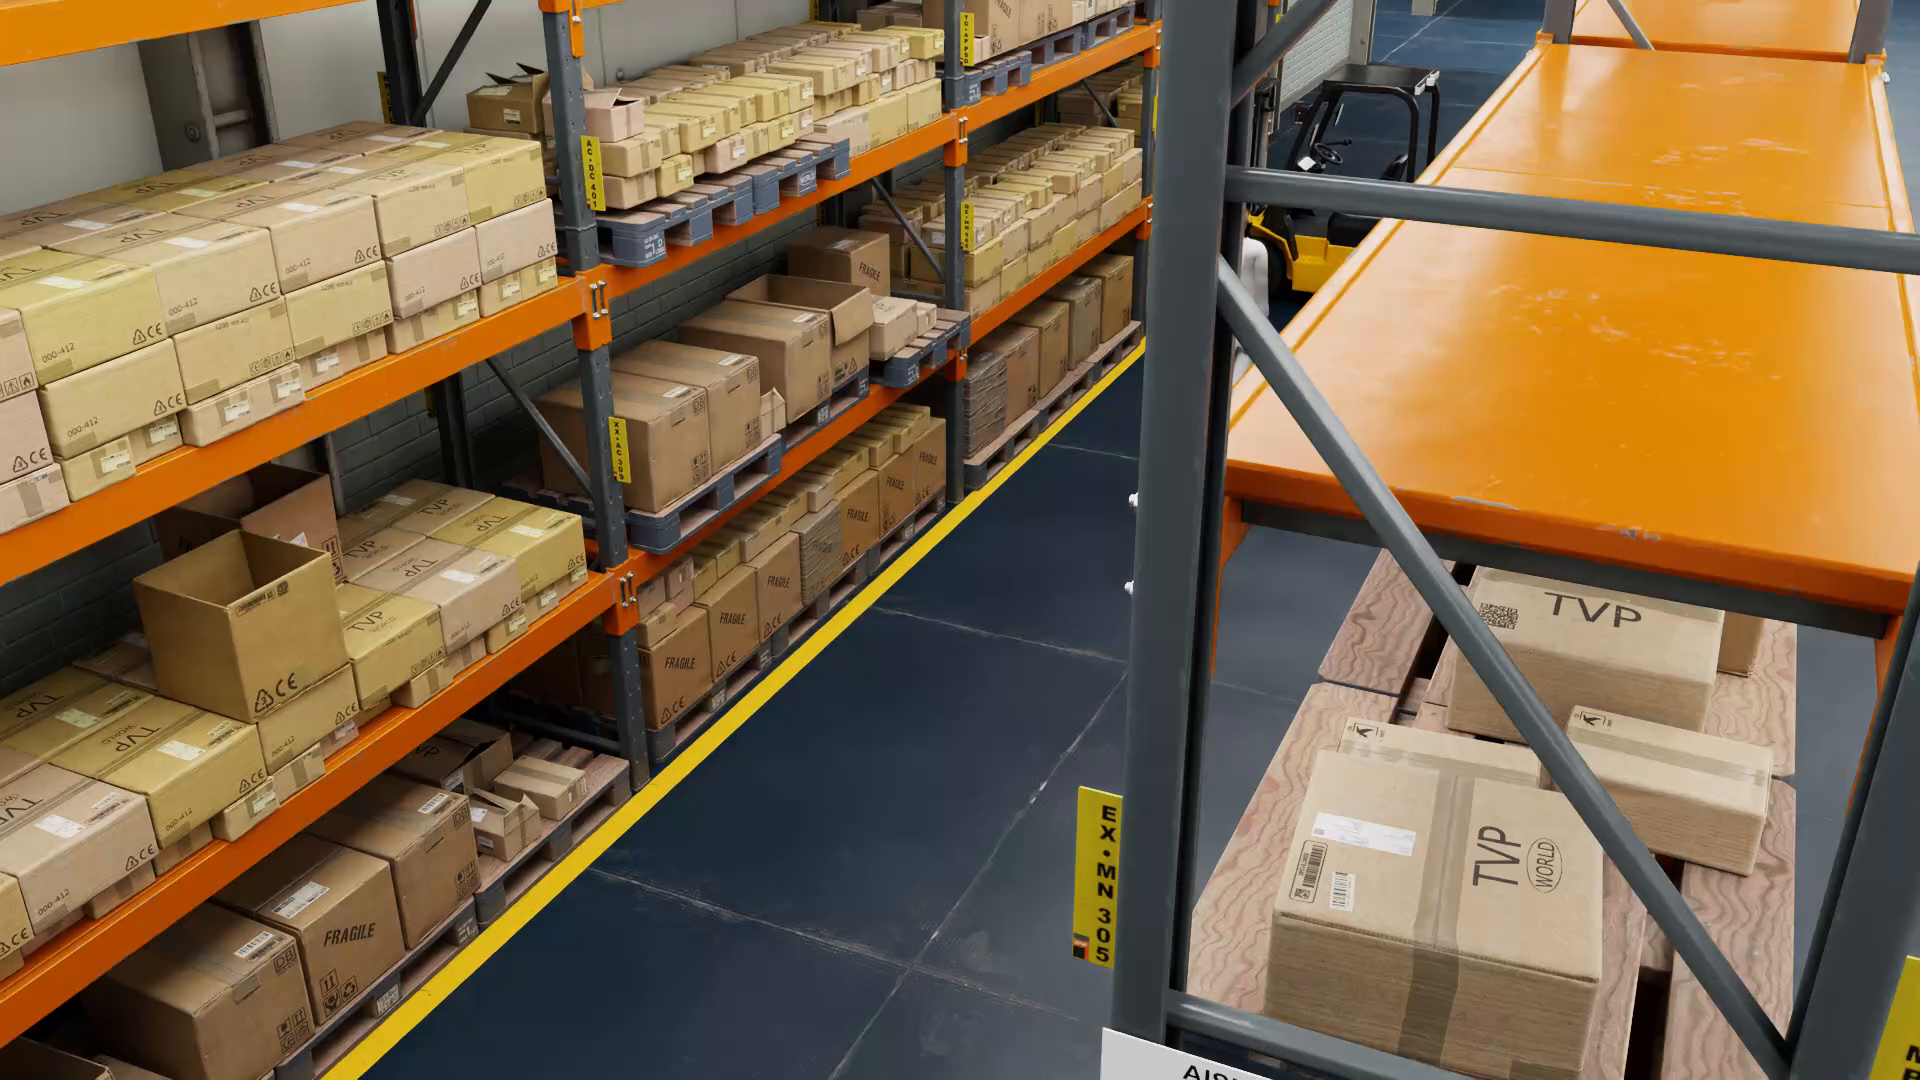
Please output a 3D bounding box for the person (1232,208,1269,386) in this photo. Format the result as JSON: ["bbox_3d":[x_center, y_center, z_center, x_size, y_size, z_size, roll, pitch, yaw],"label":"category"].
[{"bbox_3d":[2.146,-1.795,13.130,0.577,1.757,0.749,10,28,20],"label":"person"}]
